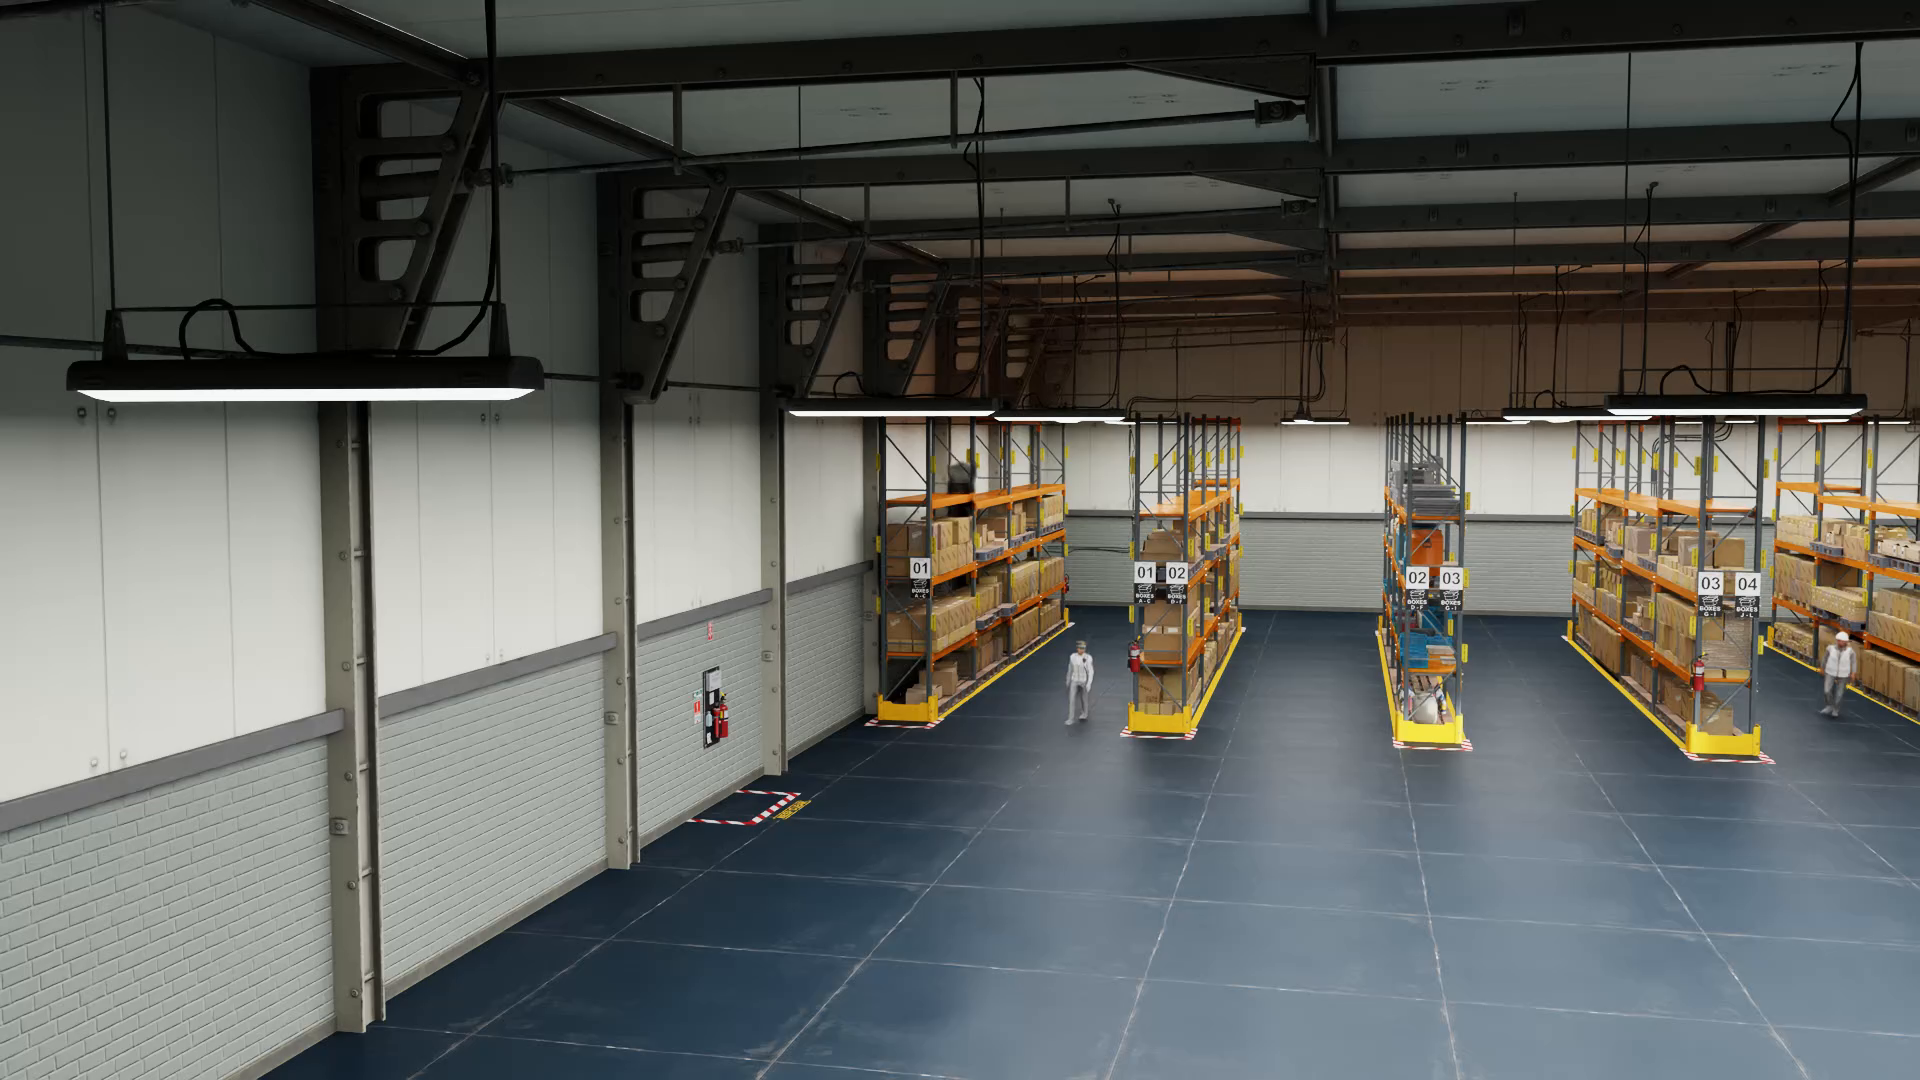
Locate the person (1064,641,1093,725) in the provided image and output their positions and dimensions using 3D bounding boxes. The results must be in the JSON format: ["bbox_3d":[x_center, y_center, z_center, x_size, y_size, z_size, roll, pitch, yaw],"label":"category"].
[{"bbox_3d":[2.299,2.725,32.091,0.550,1.578,1.061,1,4,9],"label":"person"}]

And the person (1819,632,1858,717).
[{"bbox_3d":[17.270,2.642,32.697,0.667,1.720,0.695,2,4,26],"label":"person"}]
